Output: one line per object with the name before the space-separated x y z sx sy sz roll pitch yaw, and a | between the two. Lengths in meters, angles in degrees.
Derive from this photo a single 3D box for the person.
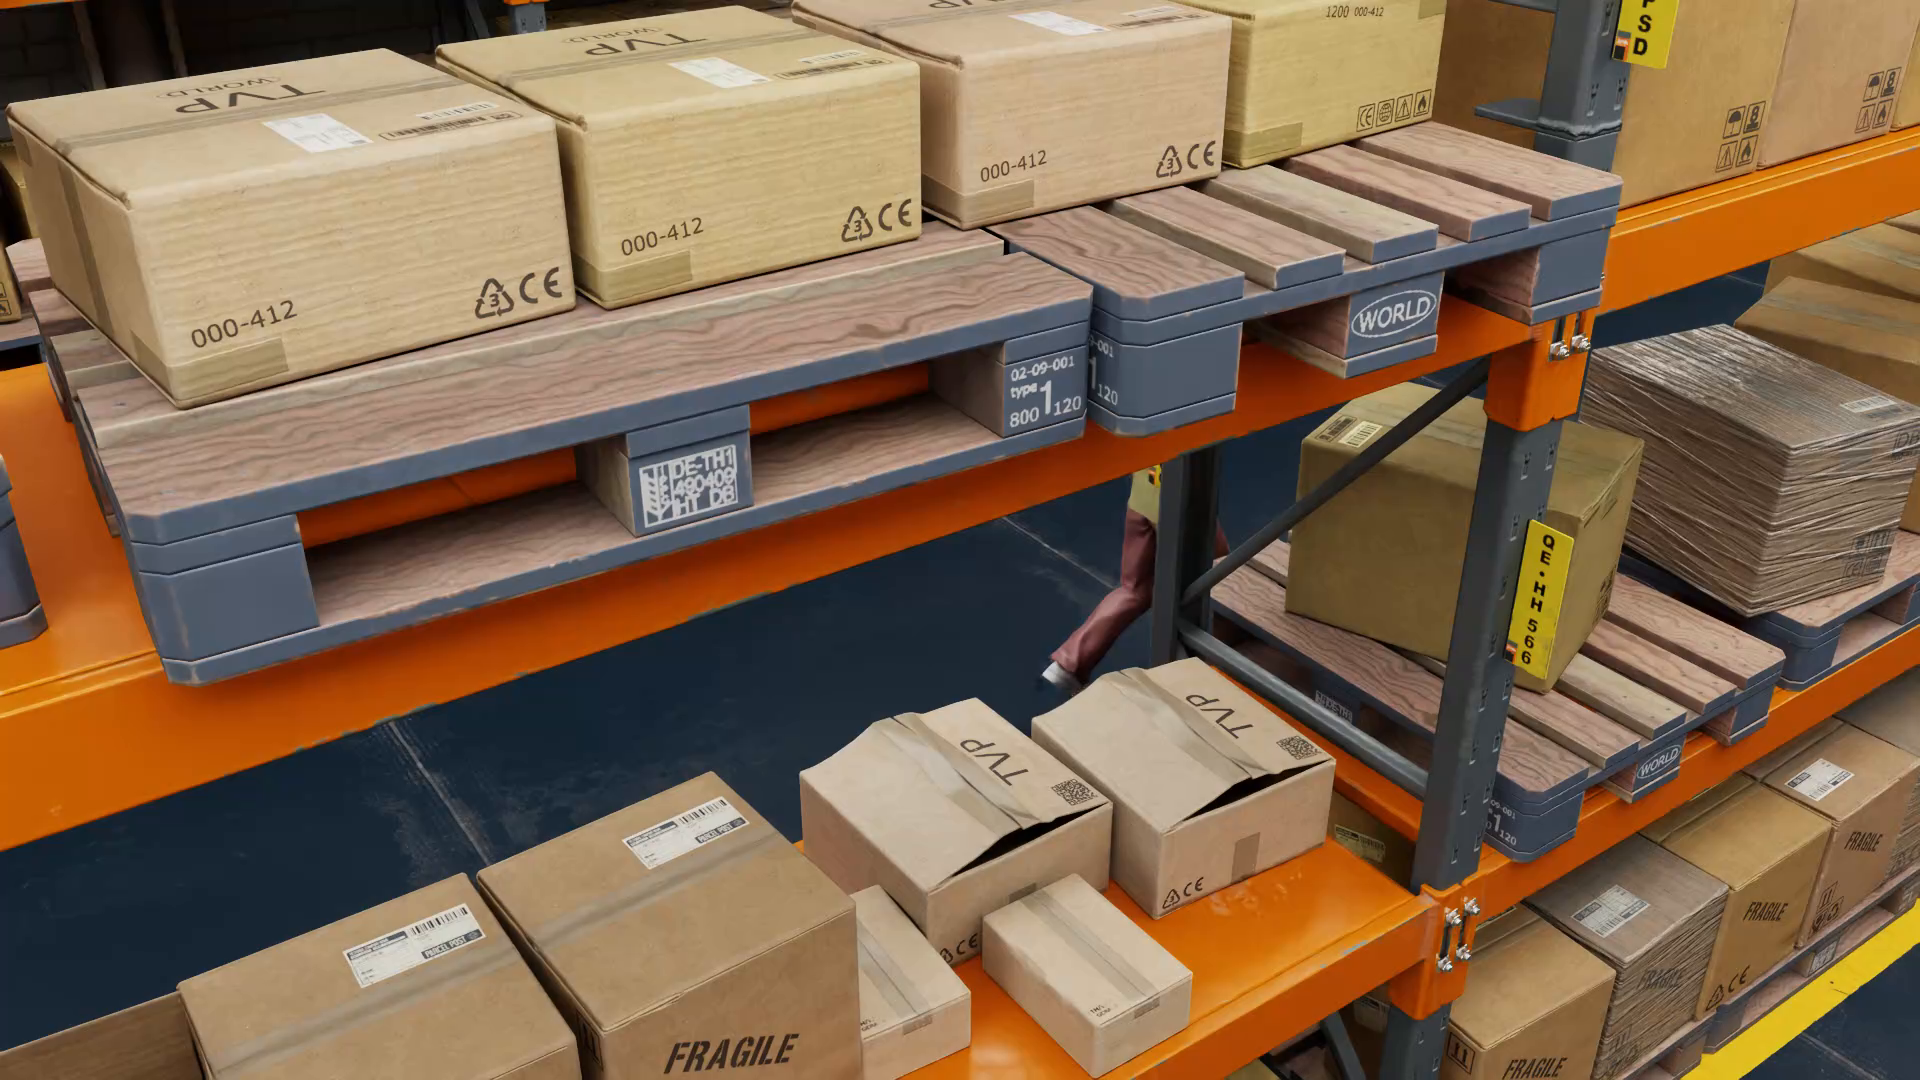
person | 0.740 -0.095 6.313 0.961 1.620 0.451 -17 33 -28
